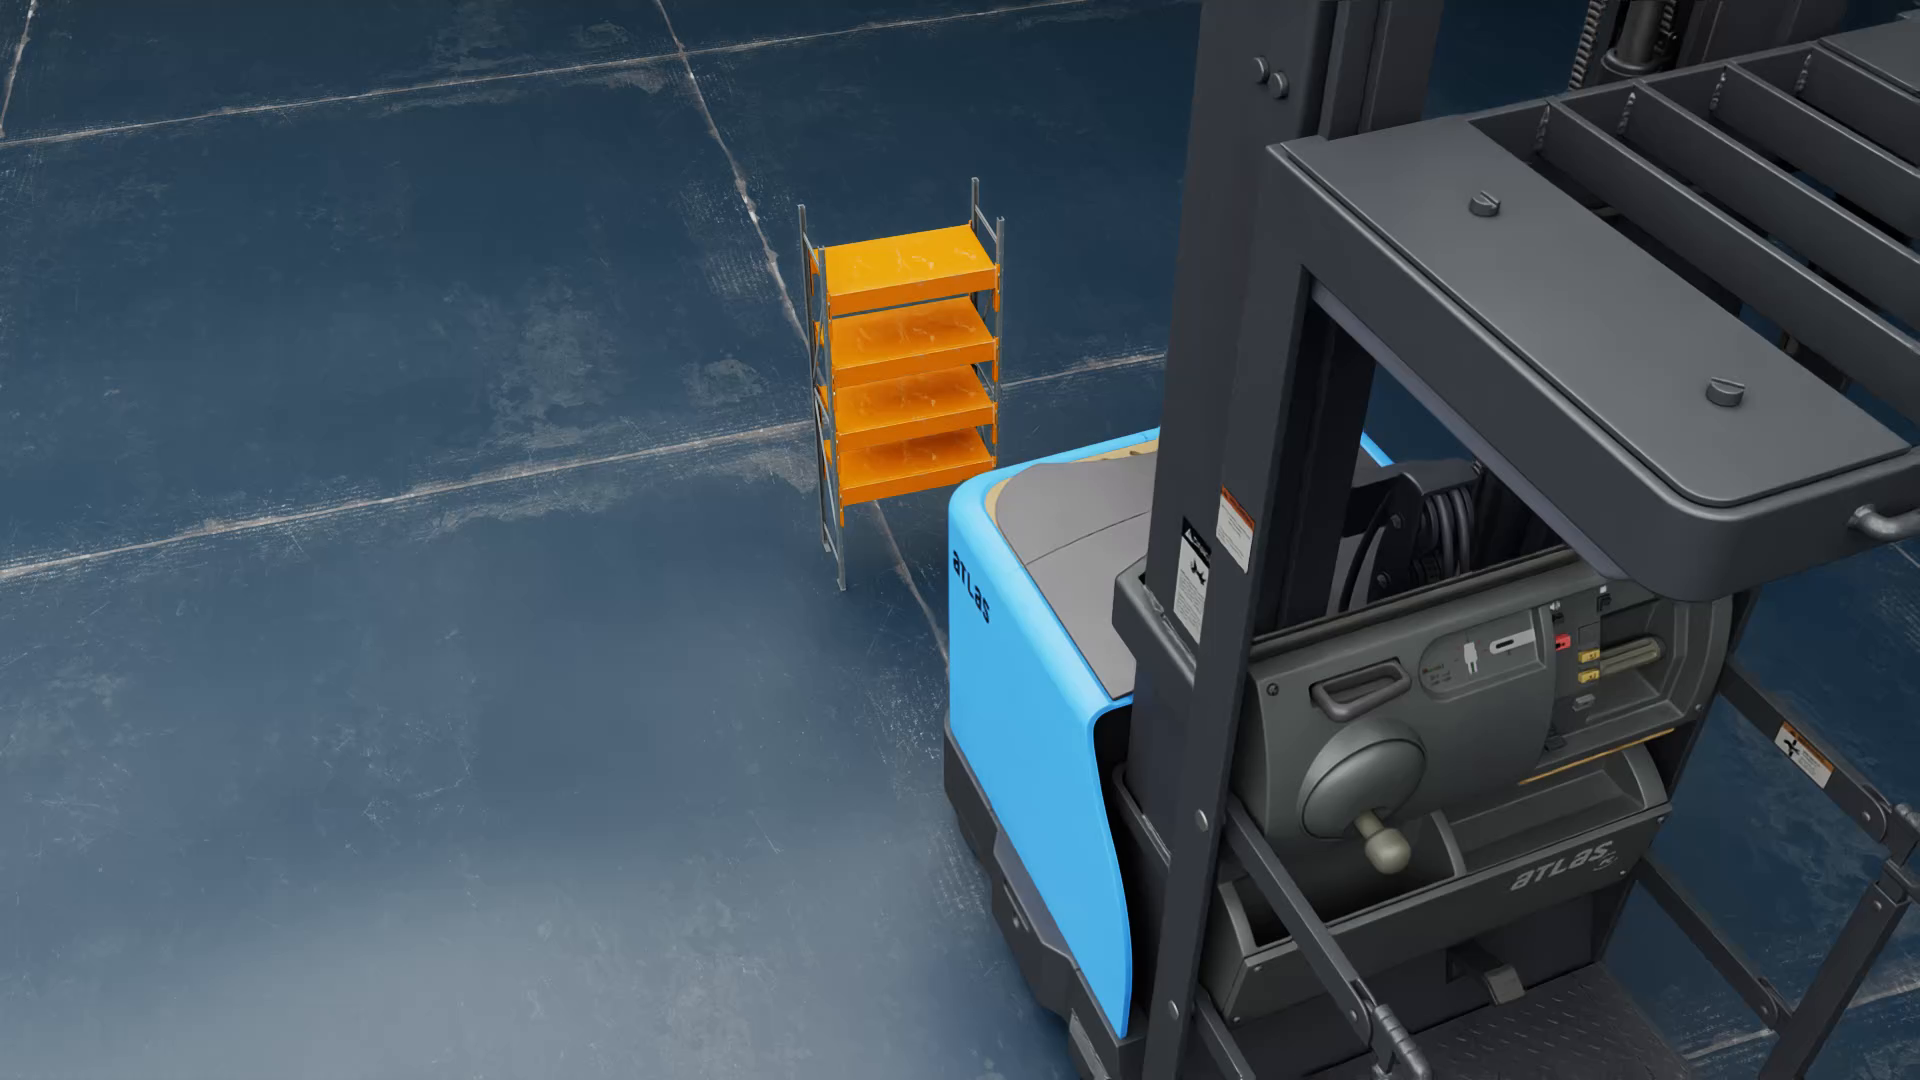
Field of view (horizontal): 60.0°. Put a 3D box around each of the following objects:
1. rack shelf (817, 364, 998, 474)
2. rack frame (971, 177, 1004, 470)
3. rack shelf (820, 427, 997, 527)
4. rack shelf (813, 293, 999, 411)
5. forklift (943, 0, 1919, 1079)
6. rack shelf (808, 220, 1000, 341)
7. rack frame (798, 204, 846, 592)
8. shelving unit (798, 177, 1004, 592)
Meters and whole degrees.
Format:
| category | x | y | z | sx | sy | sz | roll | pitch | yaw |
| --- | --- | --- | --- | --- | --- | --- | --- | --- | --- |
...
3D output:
| category | x | y | z | sx | sy | sz | roll | pitch | yaw |
| --- | --- | --- | --- | --- | --- | --- | --- | --- | --- |
| rack shelf | -0.158 | -0.368 | 4.862 | 0.480 | 0.148 | 0.258 | -12 | 42 | -13 |
| rack frame | 0.075 | -0.467 | 4.873 | 0.015 | 1.200 | 0.240 | -12 | 42 | -13 |
| rack shelf | -0.158 | -0.219 | 4.993 | 0.480 | 0.148 | 0.258 | -12 | 42 | -13 |
| rack shelf | -0.158 | -0.537 | 4.715 | 0.480 | 0.148 | 0.258 | -12 | 42 | -13 |
| forklift | 0.987 | 0.346 | 2.627 | 1.130 | 2.935 | 3.031 | -15 | 43 | -17 |
| rack shelf | -0.158 | -0.715 | 4.559 | 0.480 | 0.148 | 0.258 | -12 | 42 | -13 |
| rack frame | -0.391 | -0.371 | 4.763 | 0.015 | 1.200 | 0.240 | -12 | 42 | -13 |
| shelving unit | -0.158 | -0.419 | 4.818 | 0.503 | 1.200 | 0.258 | -12 | 42 | -13 |
